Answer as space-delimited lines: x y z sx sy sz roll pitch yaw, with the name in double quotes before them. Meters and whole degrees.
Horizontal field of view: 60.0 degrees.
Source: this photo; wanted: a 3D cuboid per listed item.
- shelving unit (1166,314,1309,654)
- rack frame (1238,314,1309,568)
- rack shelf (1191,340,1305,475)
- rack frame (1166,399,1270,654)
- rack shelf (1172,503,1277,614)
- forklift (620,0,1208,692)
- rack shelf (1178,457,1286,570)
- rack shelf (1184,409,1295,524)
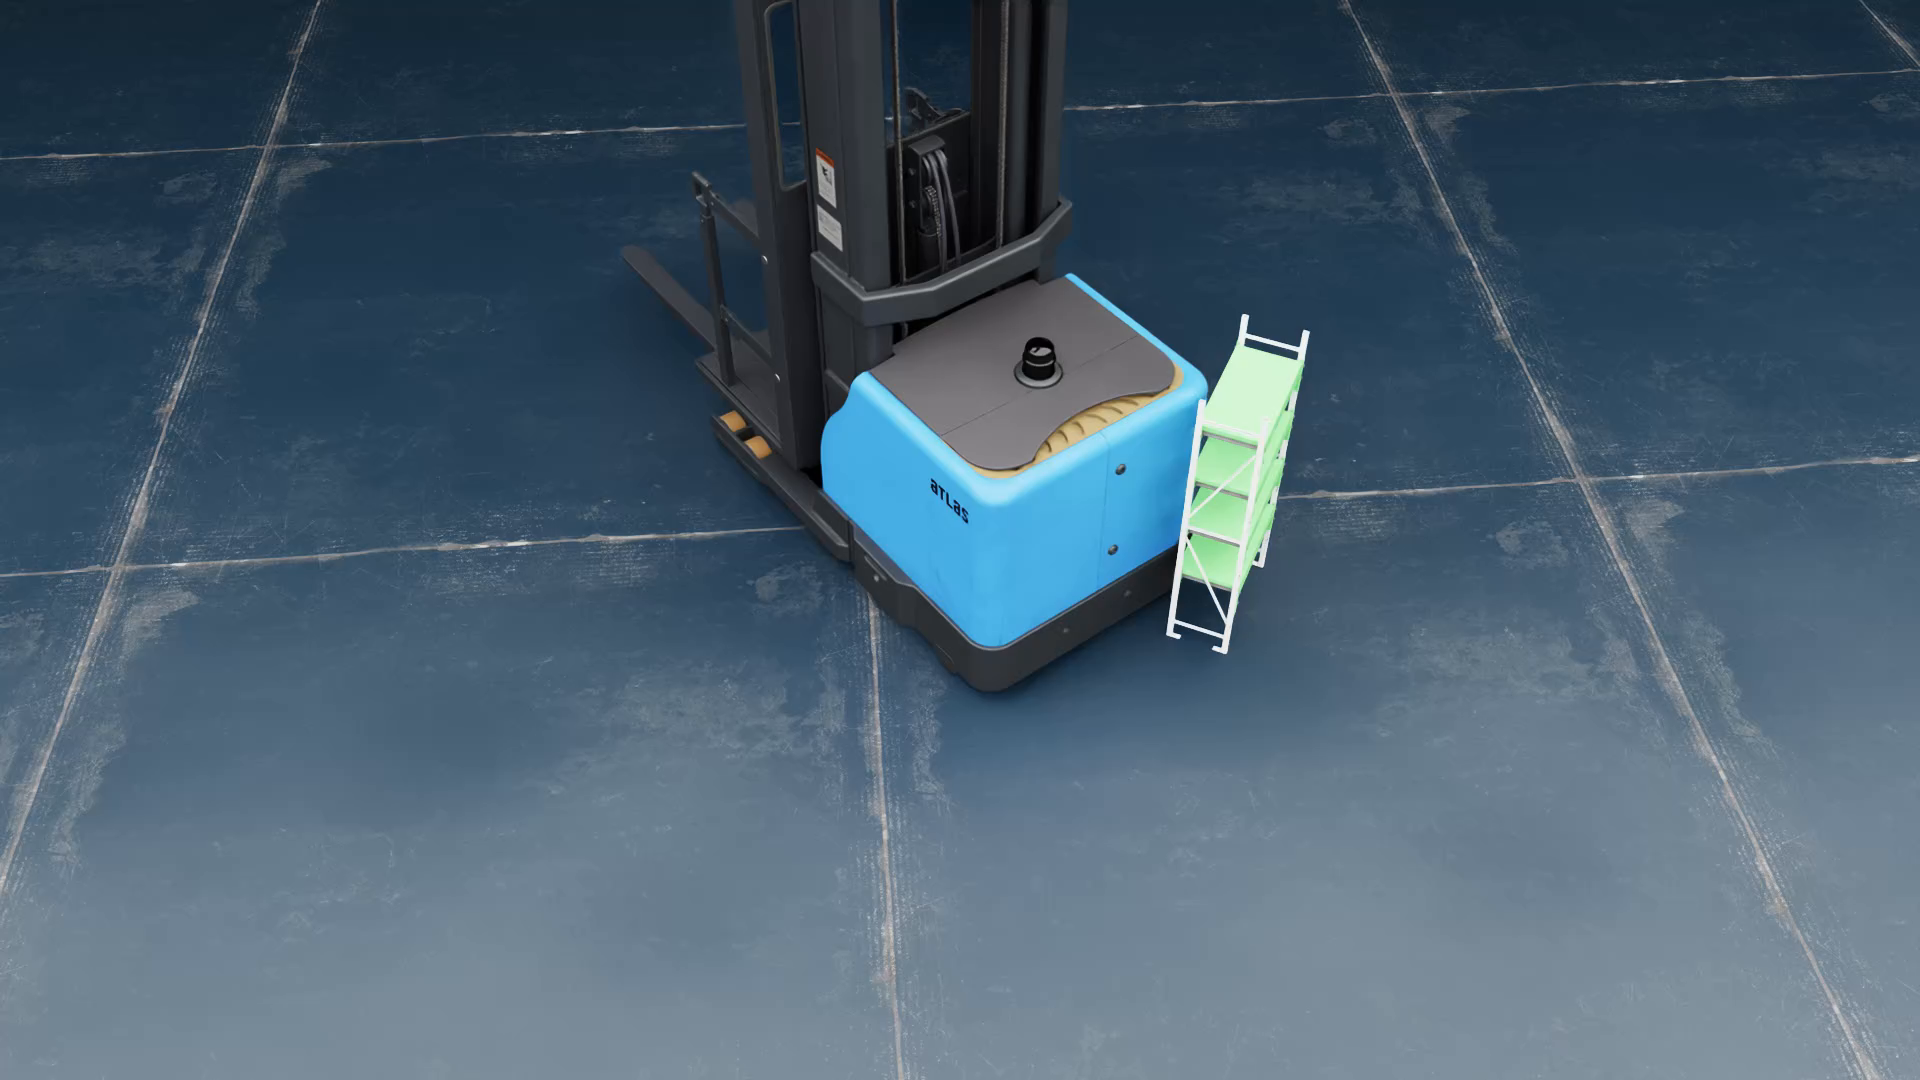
"shelving unit" 1.005 -0.179 6.093 0.258 1.200 0.503 18 49 16
"rack frame" 1.103 -0.342 6.247 0.240 1.200 0.015 18 49 16
"rack shelf" 1.005 -0.465 5.791 0.258 0.148 0.480 18 49 16
"rack frame" 0.907 -0.017 5.940 0.240 1.200 0.015 18 49 16
"rack shelf" 1.005 0.030 6.314 0.258 0.148 0.480 18 49 16
"forklift" -0.400 -1.475 6.128 1.130 2.935 3.031 -29 53 -24
"rack shelf" 1.005 -0.135 6.140 0.258 0.148 0.480 18 49 16
"rack shelf" 1.005 -0.300 5.966 0.258 0.148 0.480 18 49 16
